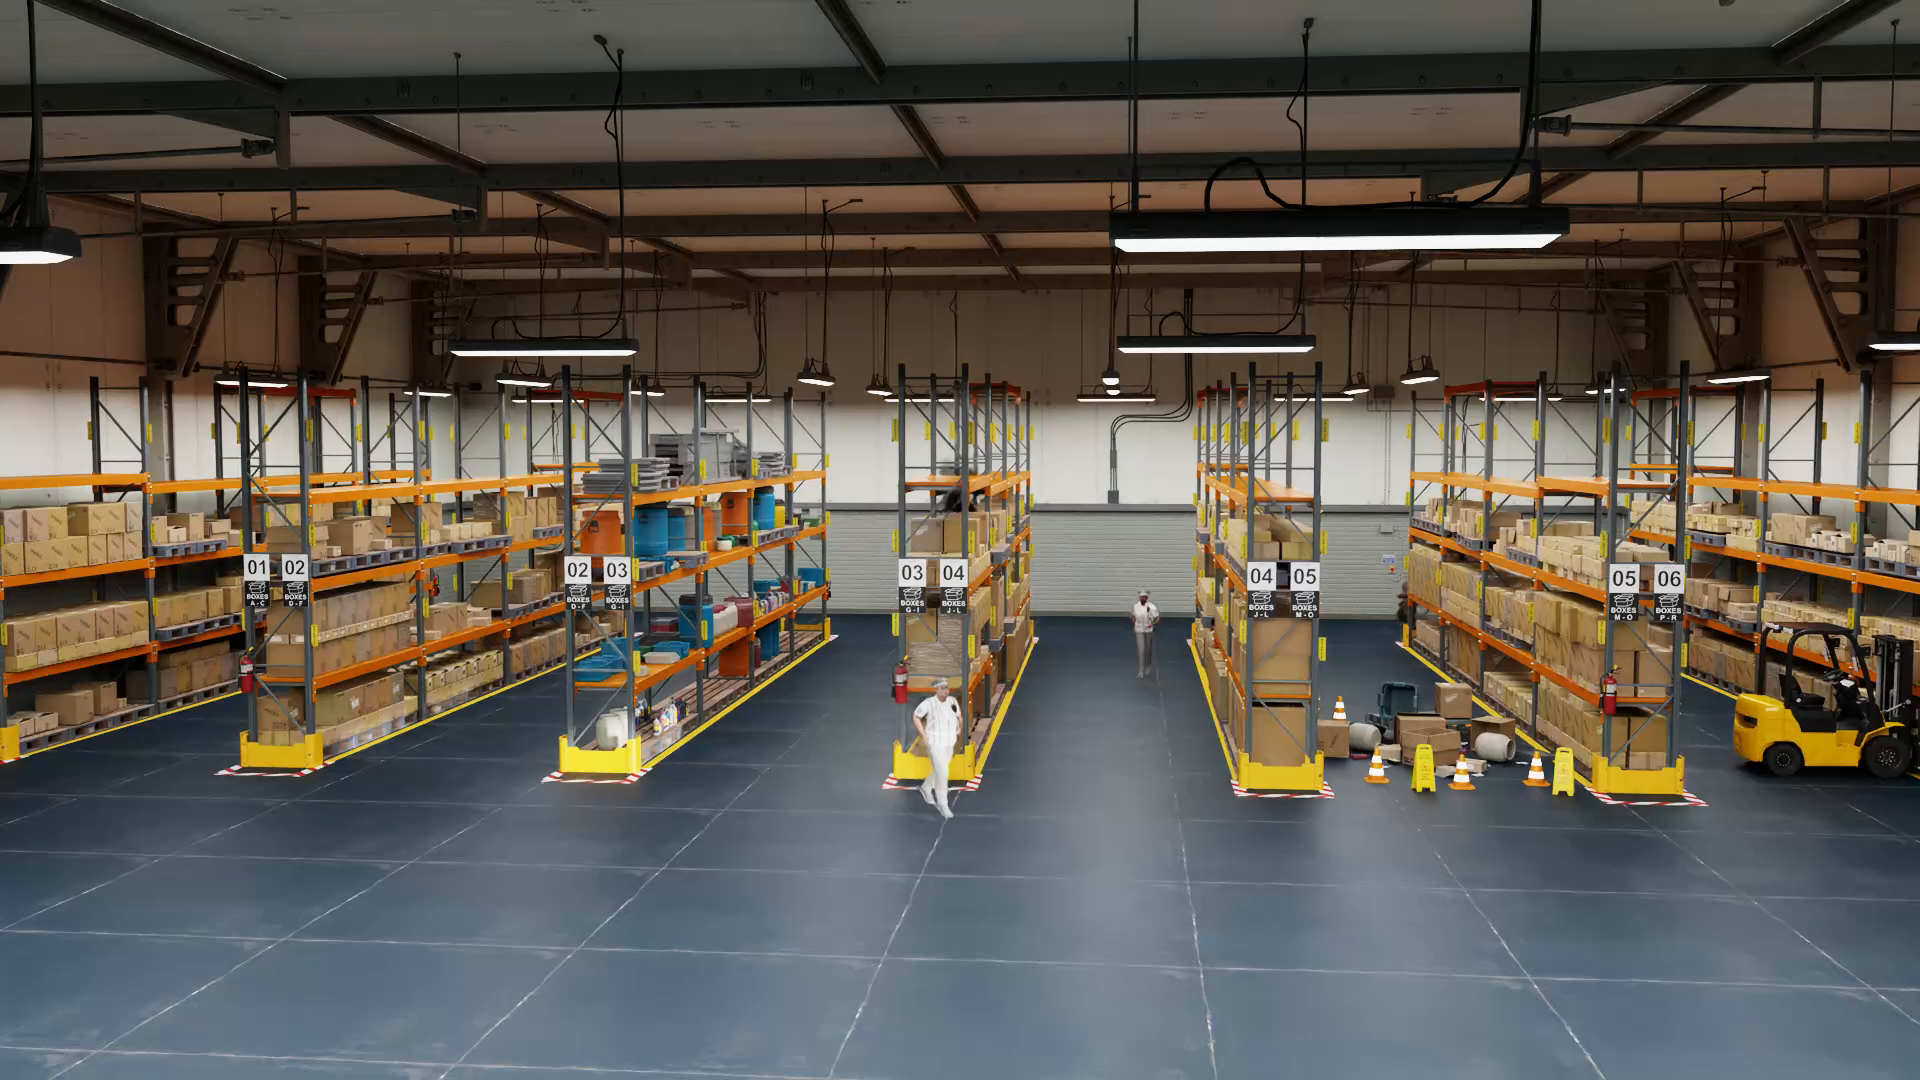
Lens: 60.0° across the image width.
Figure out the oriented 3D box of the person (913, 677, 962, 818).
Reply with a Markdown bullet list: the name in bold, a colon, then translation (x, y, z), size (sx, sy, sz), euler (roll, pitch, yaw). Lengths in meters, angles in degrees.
- **person**: translation (-0.269, 2.707, 22.013), size (0.653, 1.843, 0.798), euler (-3, 5, -38)

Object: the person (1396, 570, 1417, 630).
- **person**: translation (10.913, 1.540, 40.347), size (0.669, 1.724, 0.696), euler (1, 4, 19)

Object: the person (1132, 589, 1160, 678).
- **person**: translation (3.595, 1.815, 32.379), size (0.548, 1.731, 0.792), euler (1, 4, 14)
